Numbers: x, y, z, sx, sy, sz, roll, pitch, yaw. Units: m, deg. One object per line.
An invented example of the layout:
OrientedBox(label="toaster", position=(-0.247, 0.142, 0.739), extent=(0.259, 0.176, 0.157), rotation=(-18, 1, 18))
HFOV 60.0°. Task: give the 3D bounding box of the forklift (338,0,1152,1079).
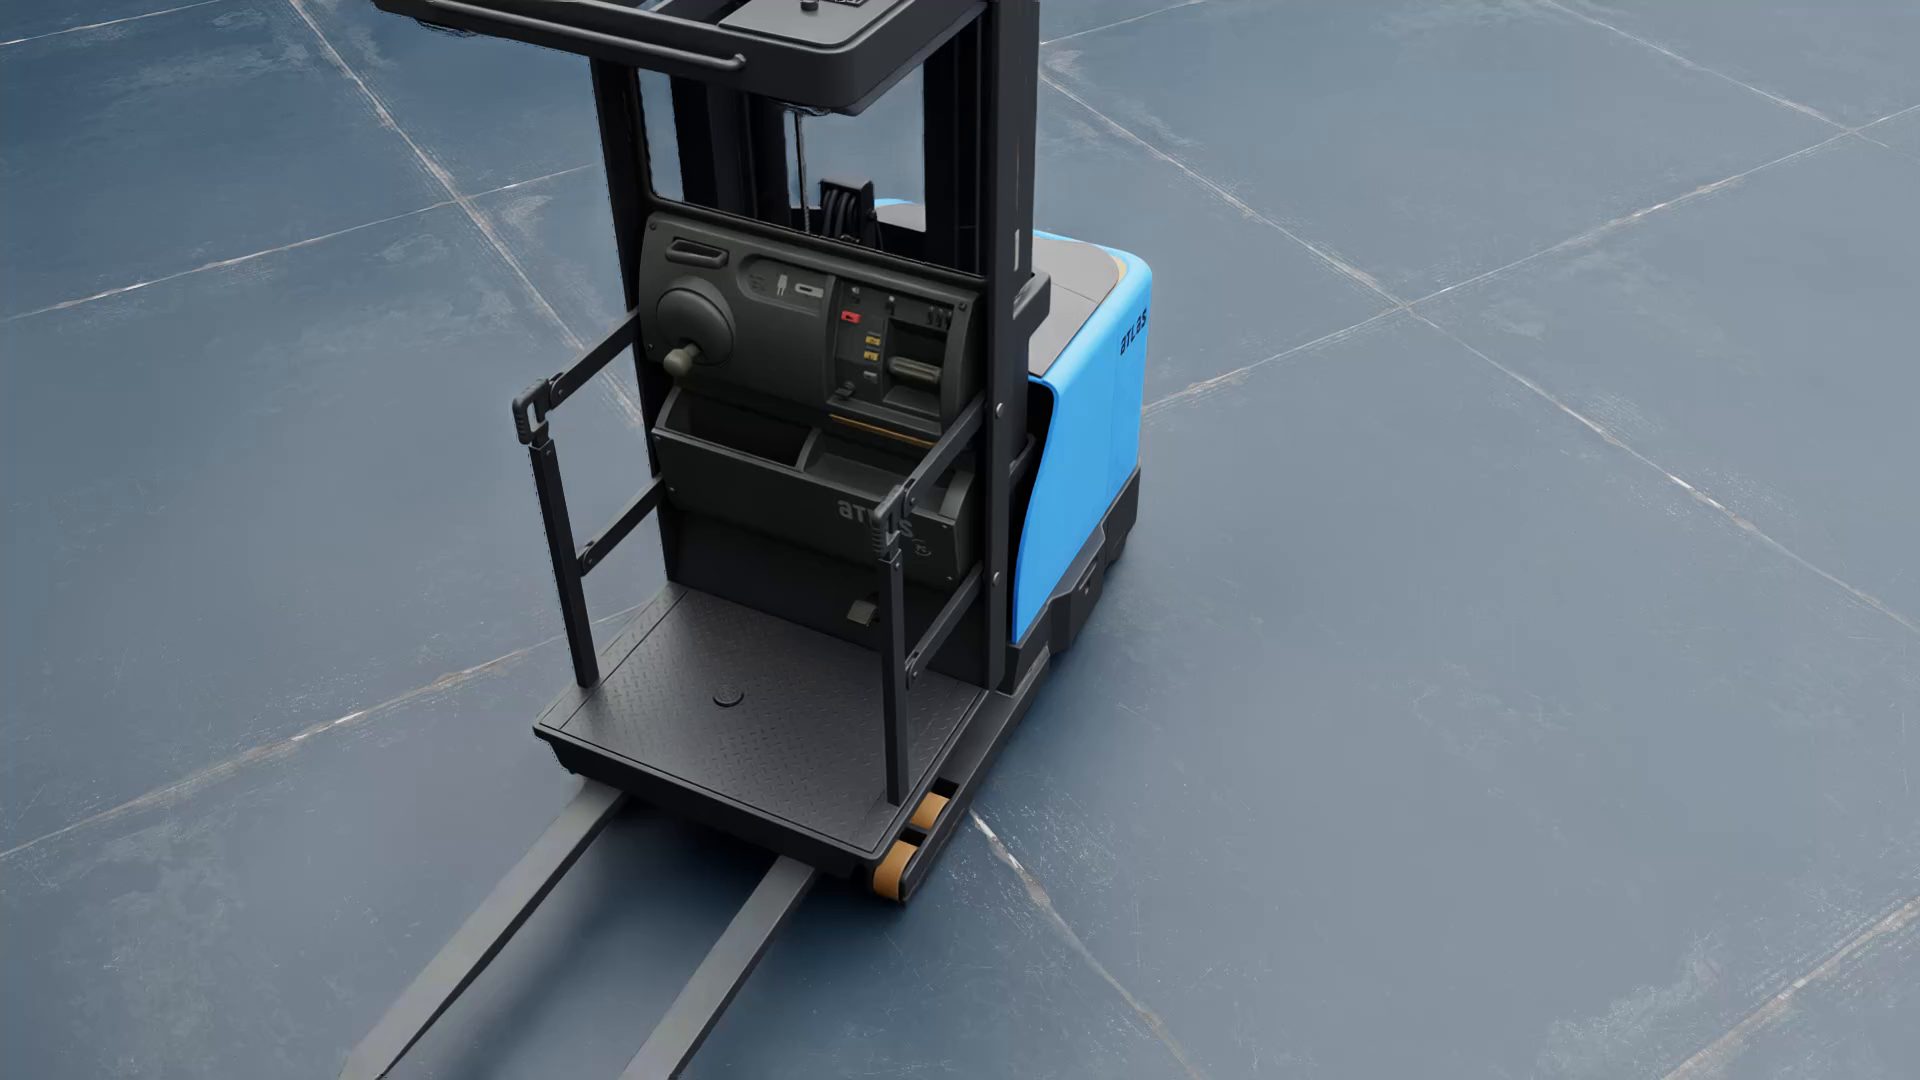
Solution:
OrientedBox(label="forklift", position=(-0.492, -0.462, 4.015), extent=(1.130, 2.935, 3.031), rotation=(17, 43, 20))

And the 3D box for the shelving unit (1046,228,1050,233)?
OrientedBox(label="shelving unit", position=(0.158, -0.664, 5.843), extent=(0.210, 0.900, 0.258), rotation=(17, 43, 20))

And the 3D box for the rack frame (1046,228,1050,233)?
OrientedBox(label="rack frame", position=(0.249, -0.635, 5.809), extent=(0.006, 0.900, 0.240), rotation=(17, 43, 20))
